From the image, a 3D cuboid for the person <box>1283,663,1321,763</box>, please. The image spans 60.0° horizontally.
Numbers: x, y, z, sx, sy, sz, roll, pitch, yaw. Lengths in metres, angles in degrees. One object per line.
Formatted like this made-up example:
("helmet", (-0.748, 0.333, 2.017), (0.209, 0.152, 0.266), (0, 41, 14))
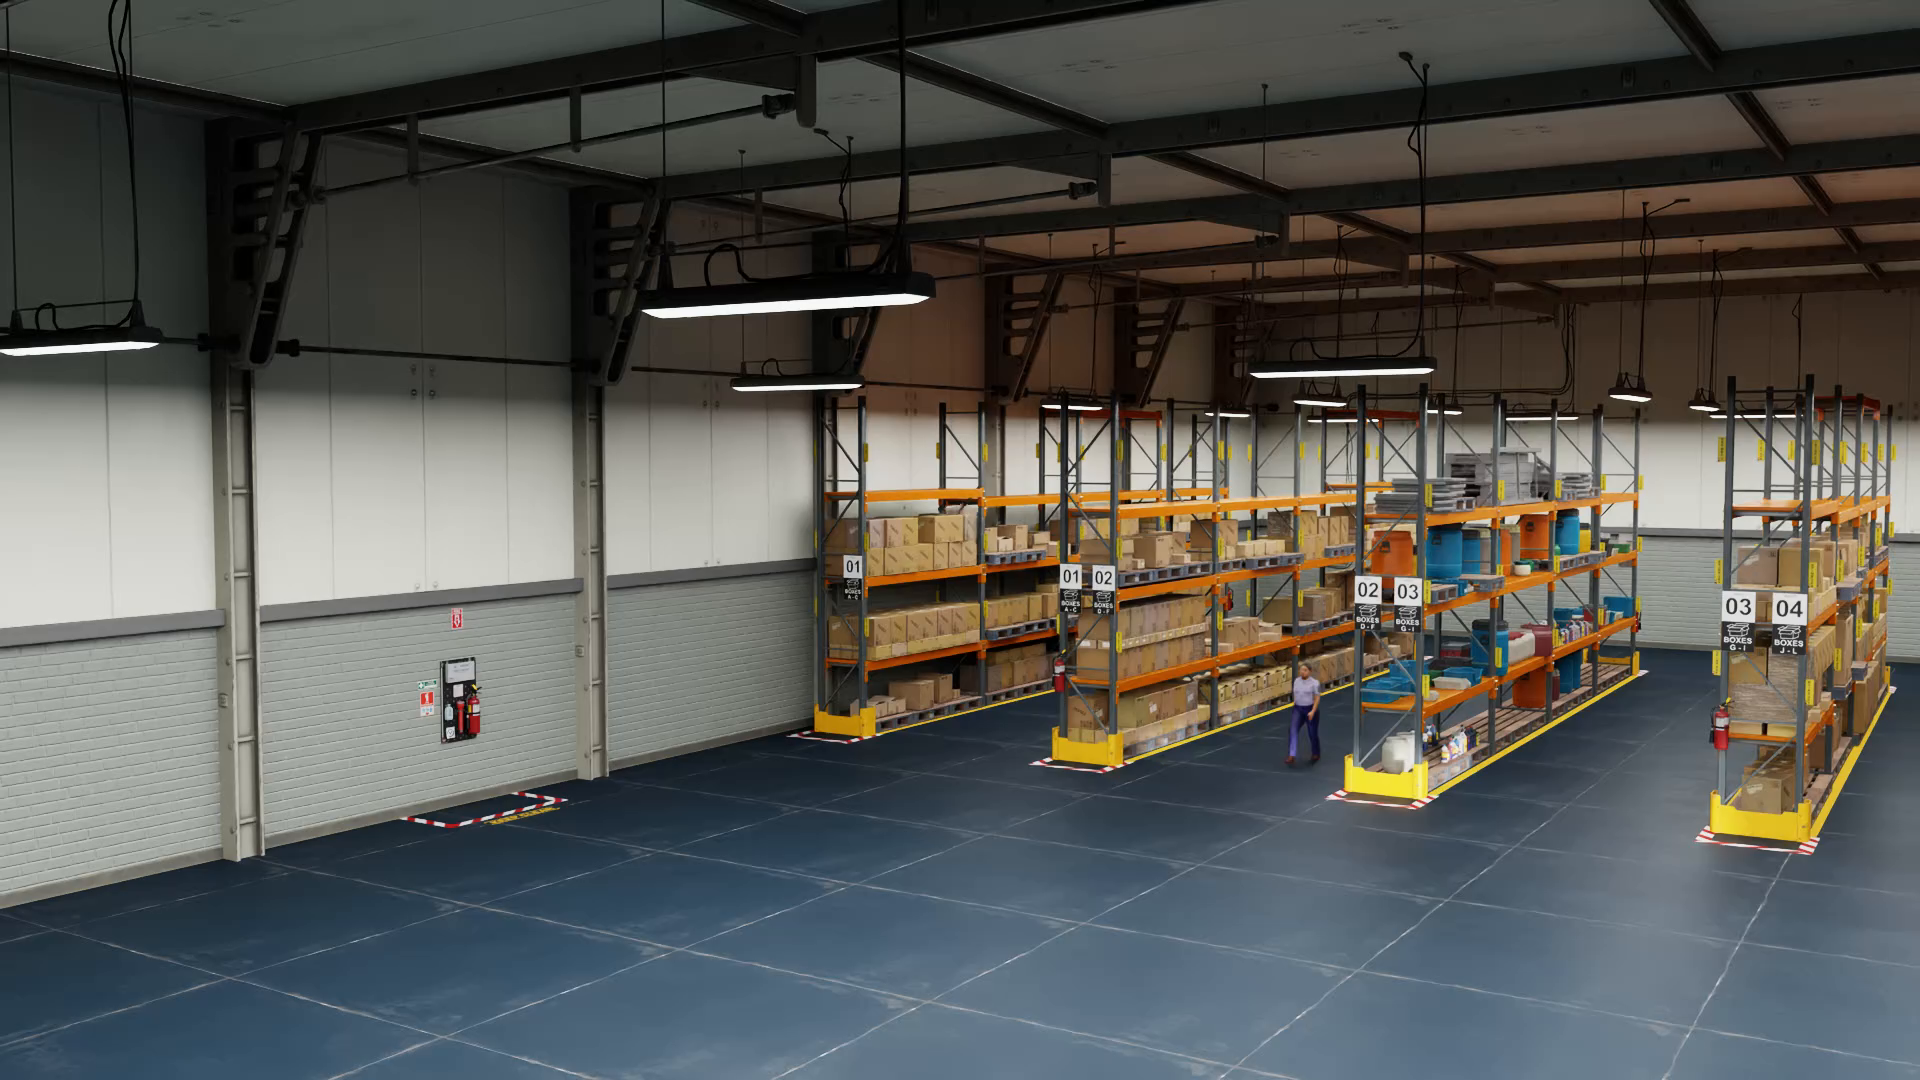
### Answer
("person", (5.541, 2.777, 26.734), (0.486, 1.599, 0.948), (2, 4, 33))
